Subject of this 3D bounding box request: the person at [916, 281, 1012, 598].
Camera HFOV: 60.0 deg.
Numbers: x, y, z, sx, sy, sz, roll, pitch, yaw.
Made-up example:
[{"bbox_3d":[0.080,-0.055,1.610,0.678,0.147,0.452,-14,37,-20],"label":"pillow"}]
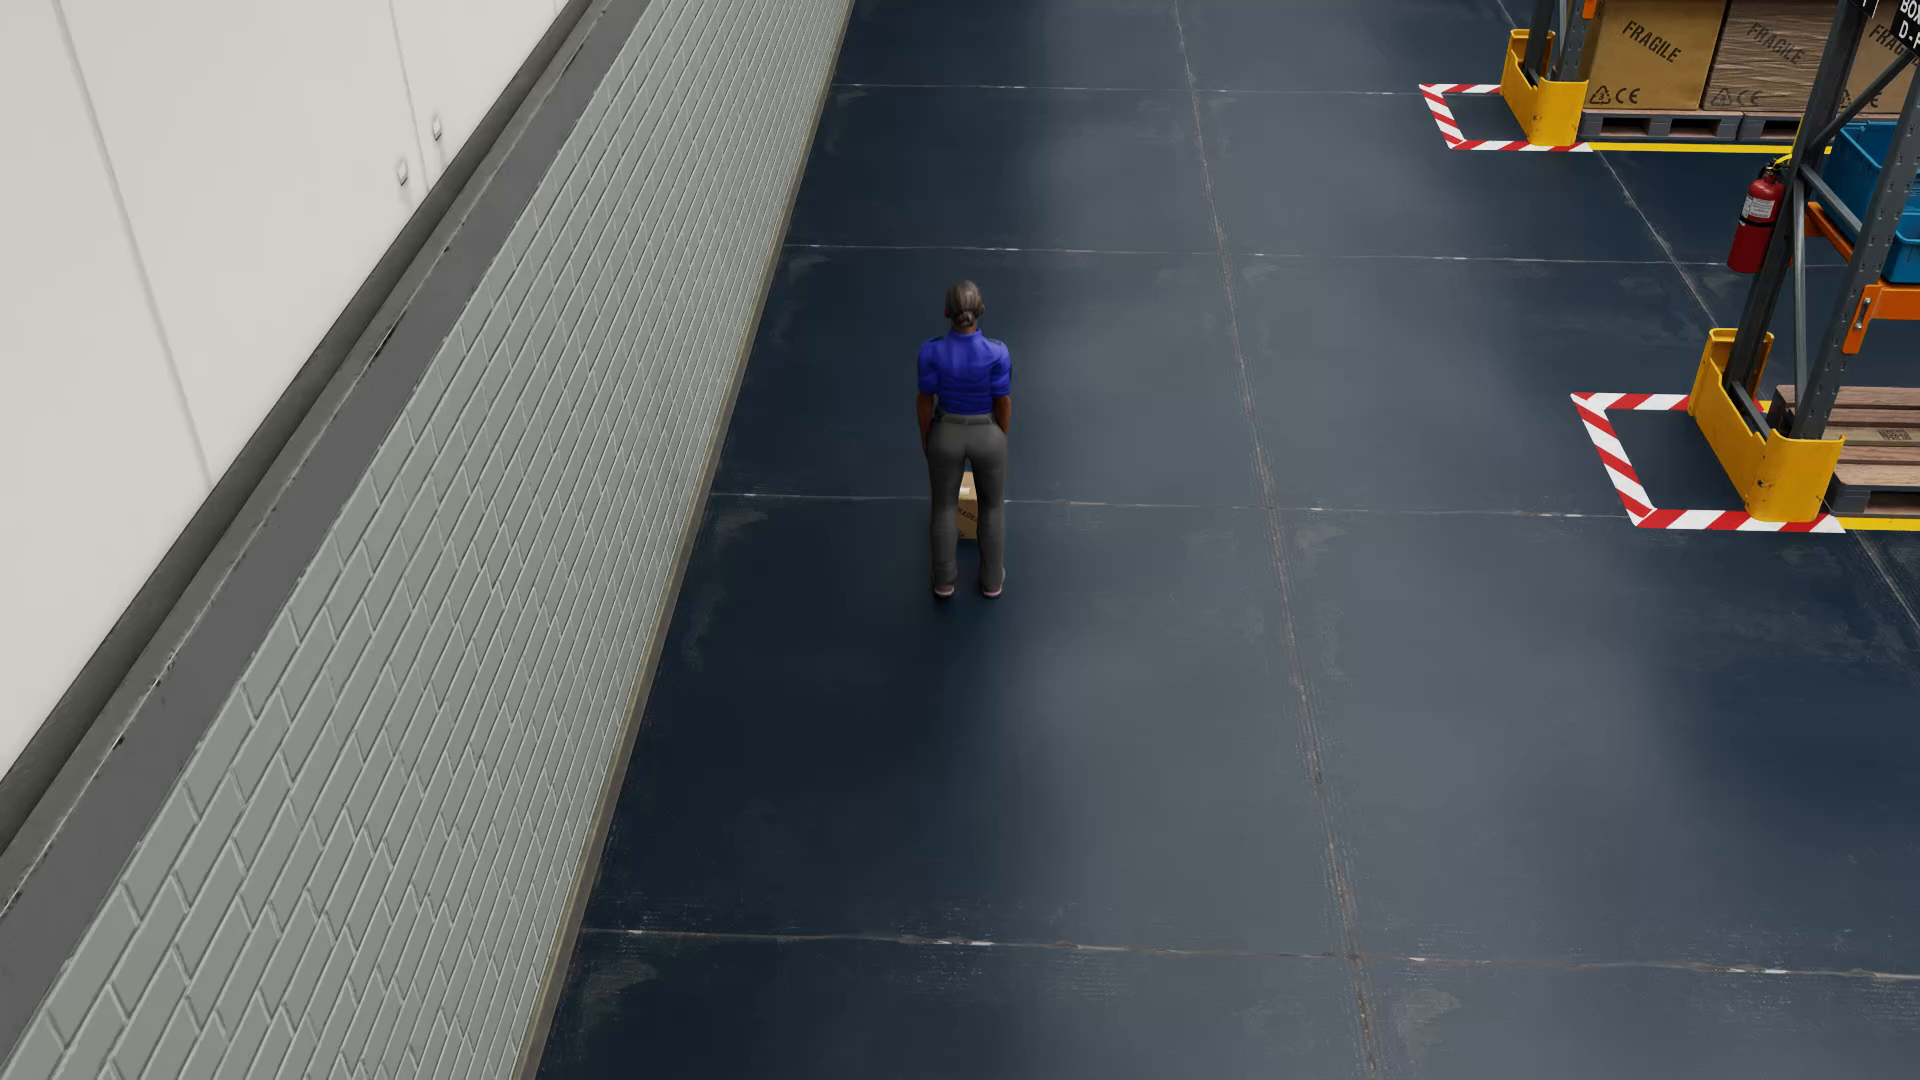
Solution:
[{"bbox_3d":[0.018,-0.460,7.762,0.438,1.658,0.305,2,36,3],"label":"person"}]
